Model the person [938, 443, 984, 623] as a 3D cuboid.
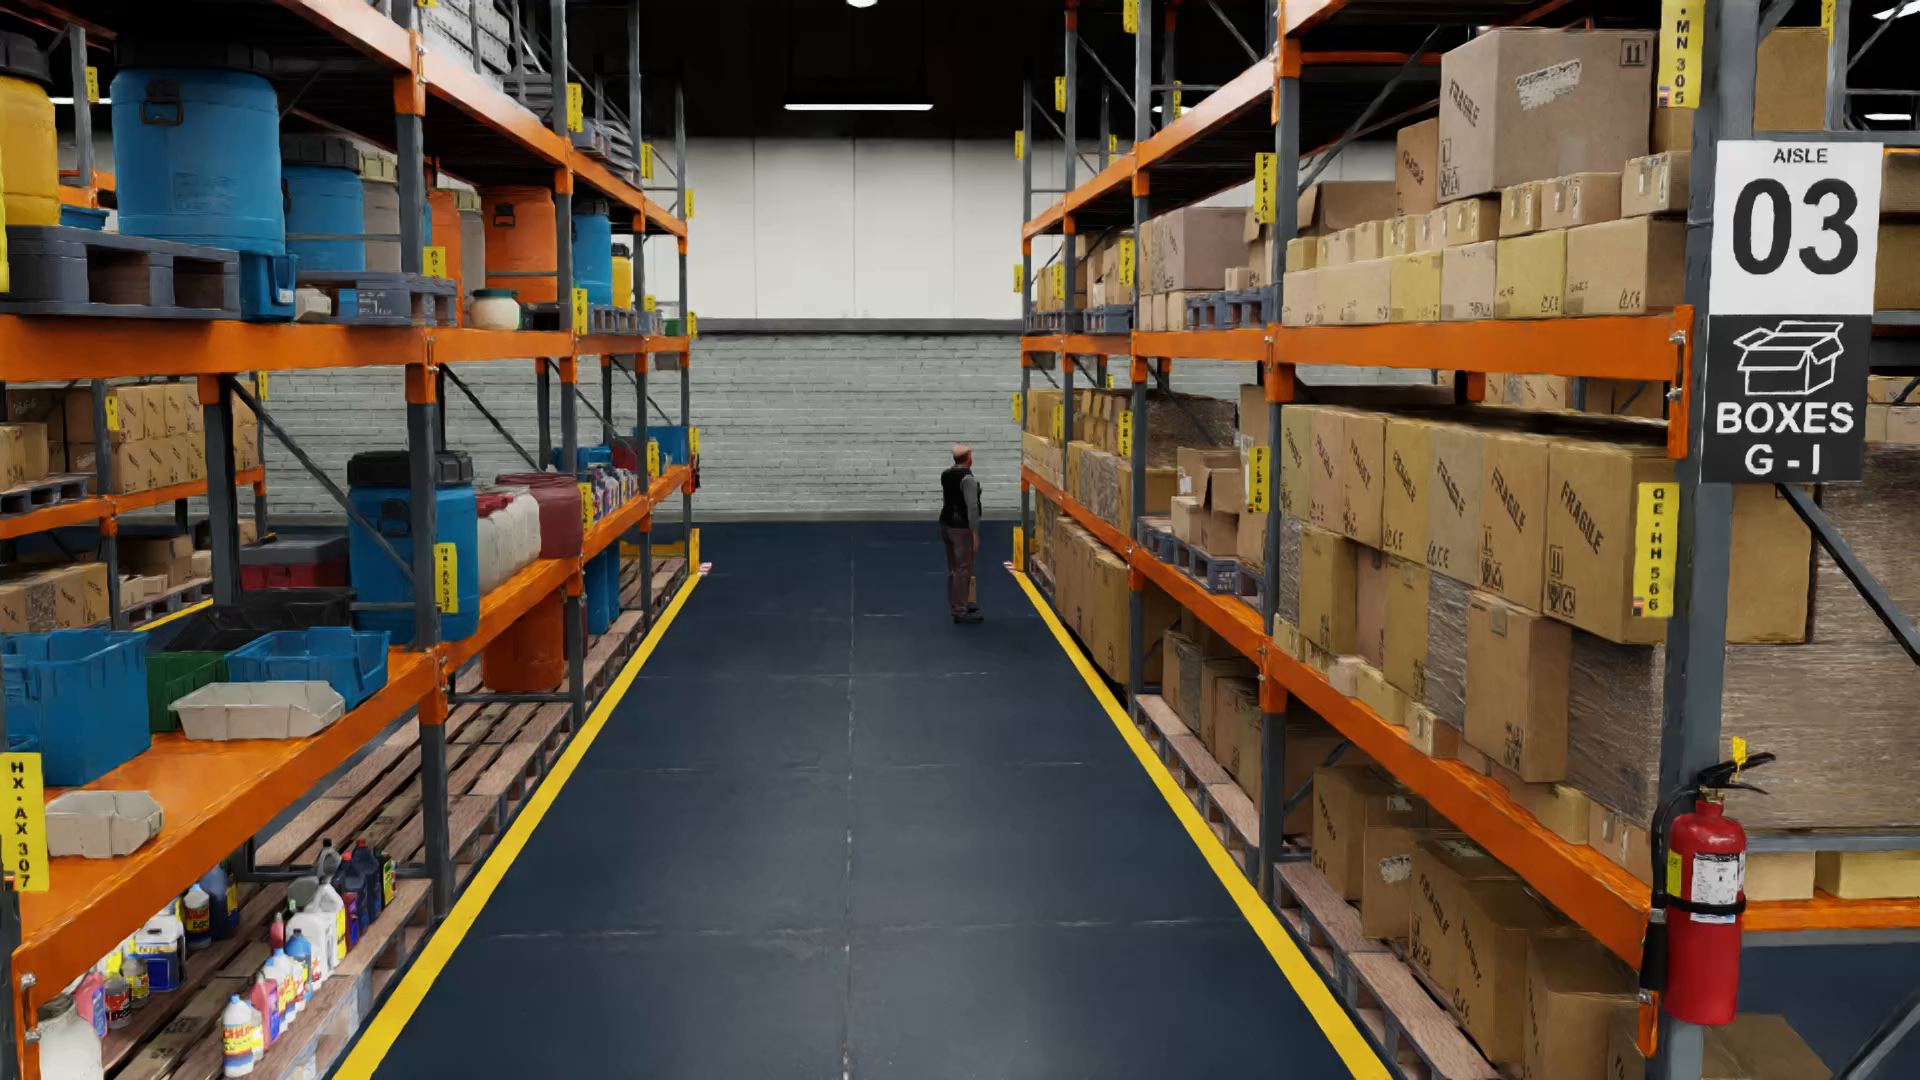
[{"bbox_3d":[0.055,-0.083,16.310,0.470,1.731,0.591,-4,8,-31],"label":"person"}]
